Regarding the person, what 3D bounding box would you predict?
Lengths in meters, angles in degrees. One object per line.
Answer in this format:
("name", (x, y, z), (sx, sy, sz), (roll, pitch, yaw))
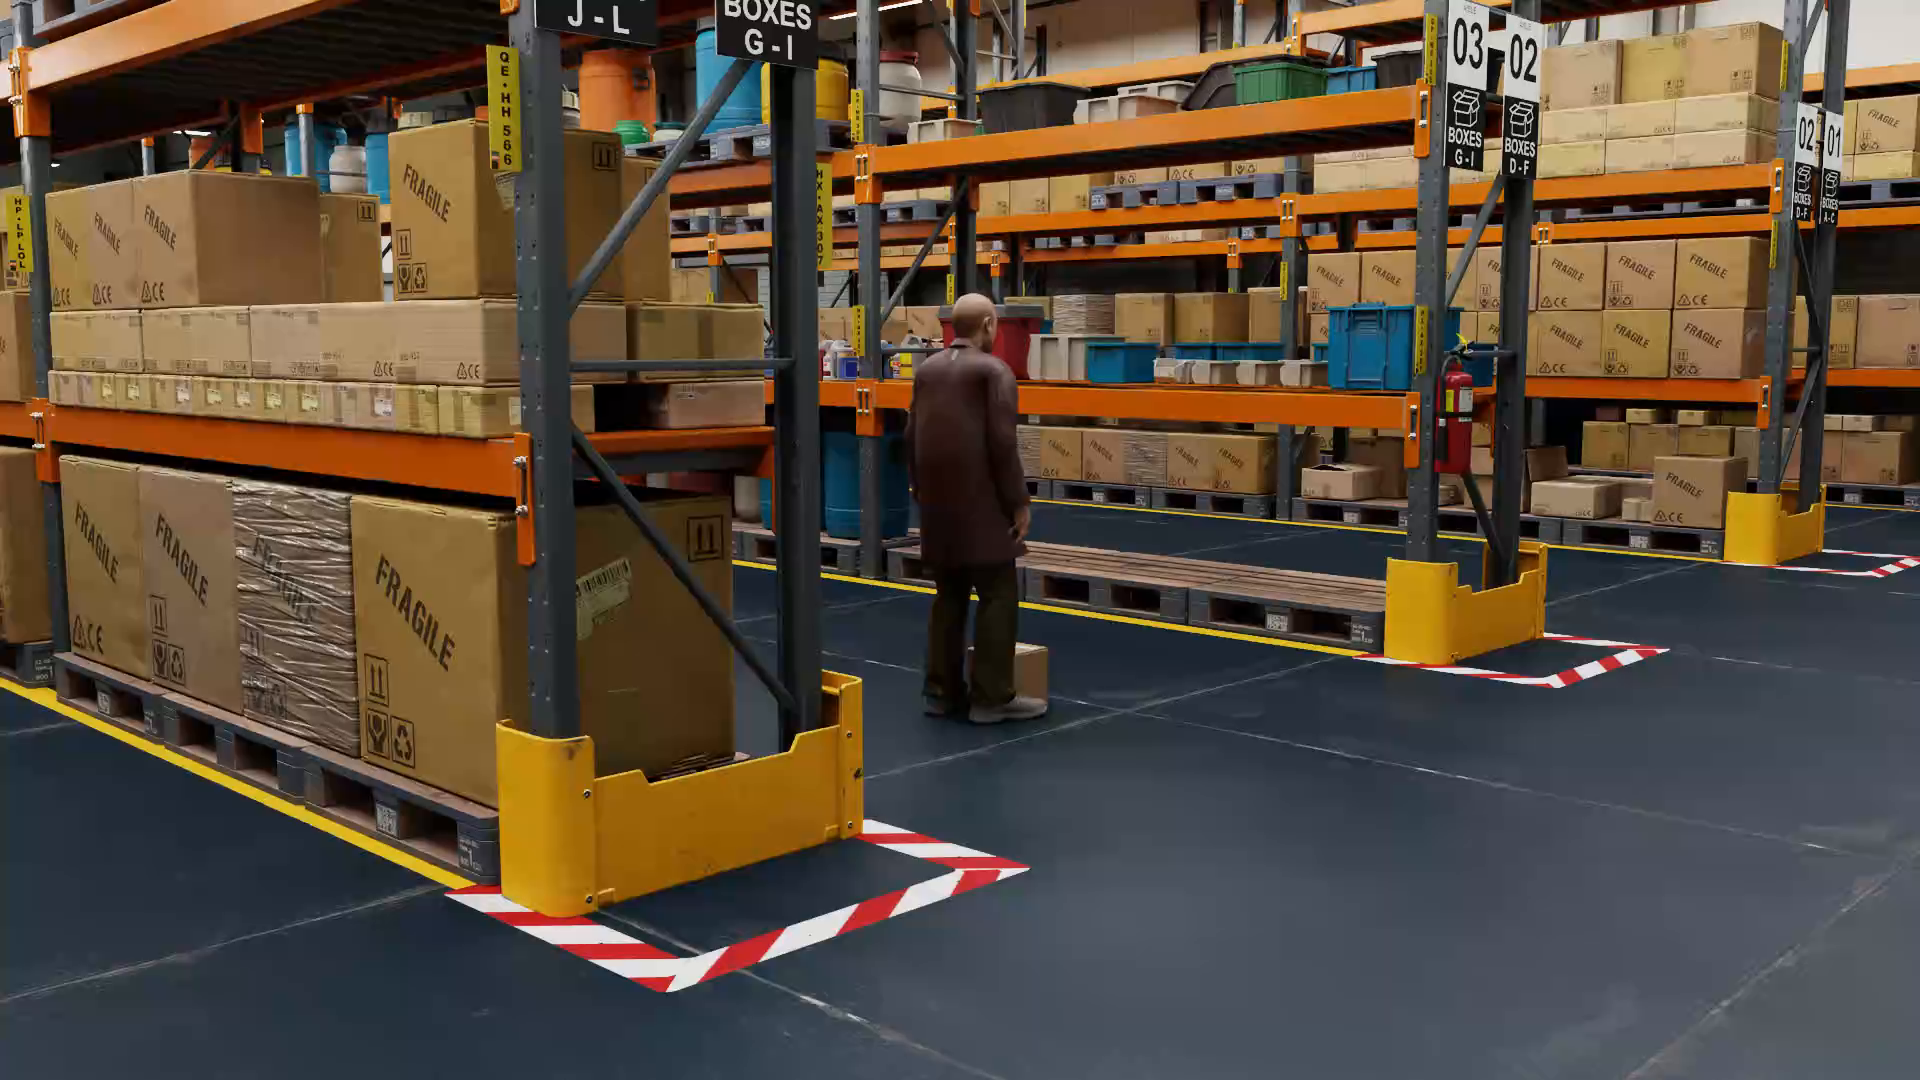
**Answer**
("person", (0.042, -0.051, 6.992), (0.640, 1.591, 0.427), (6, 9, 43))
